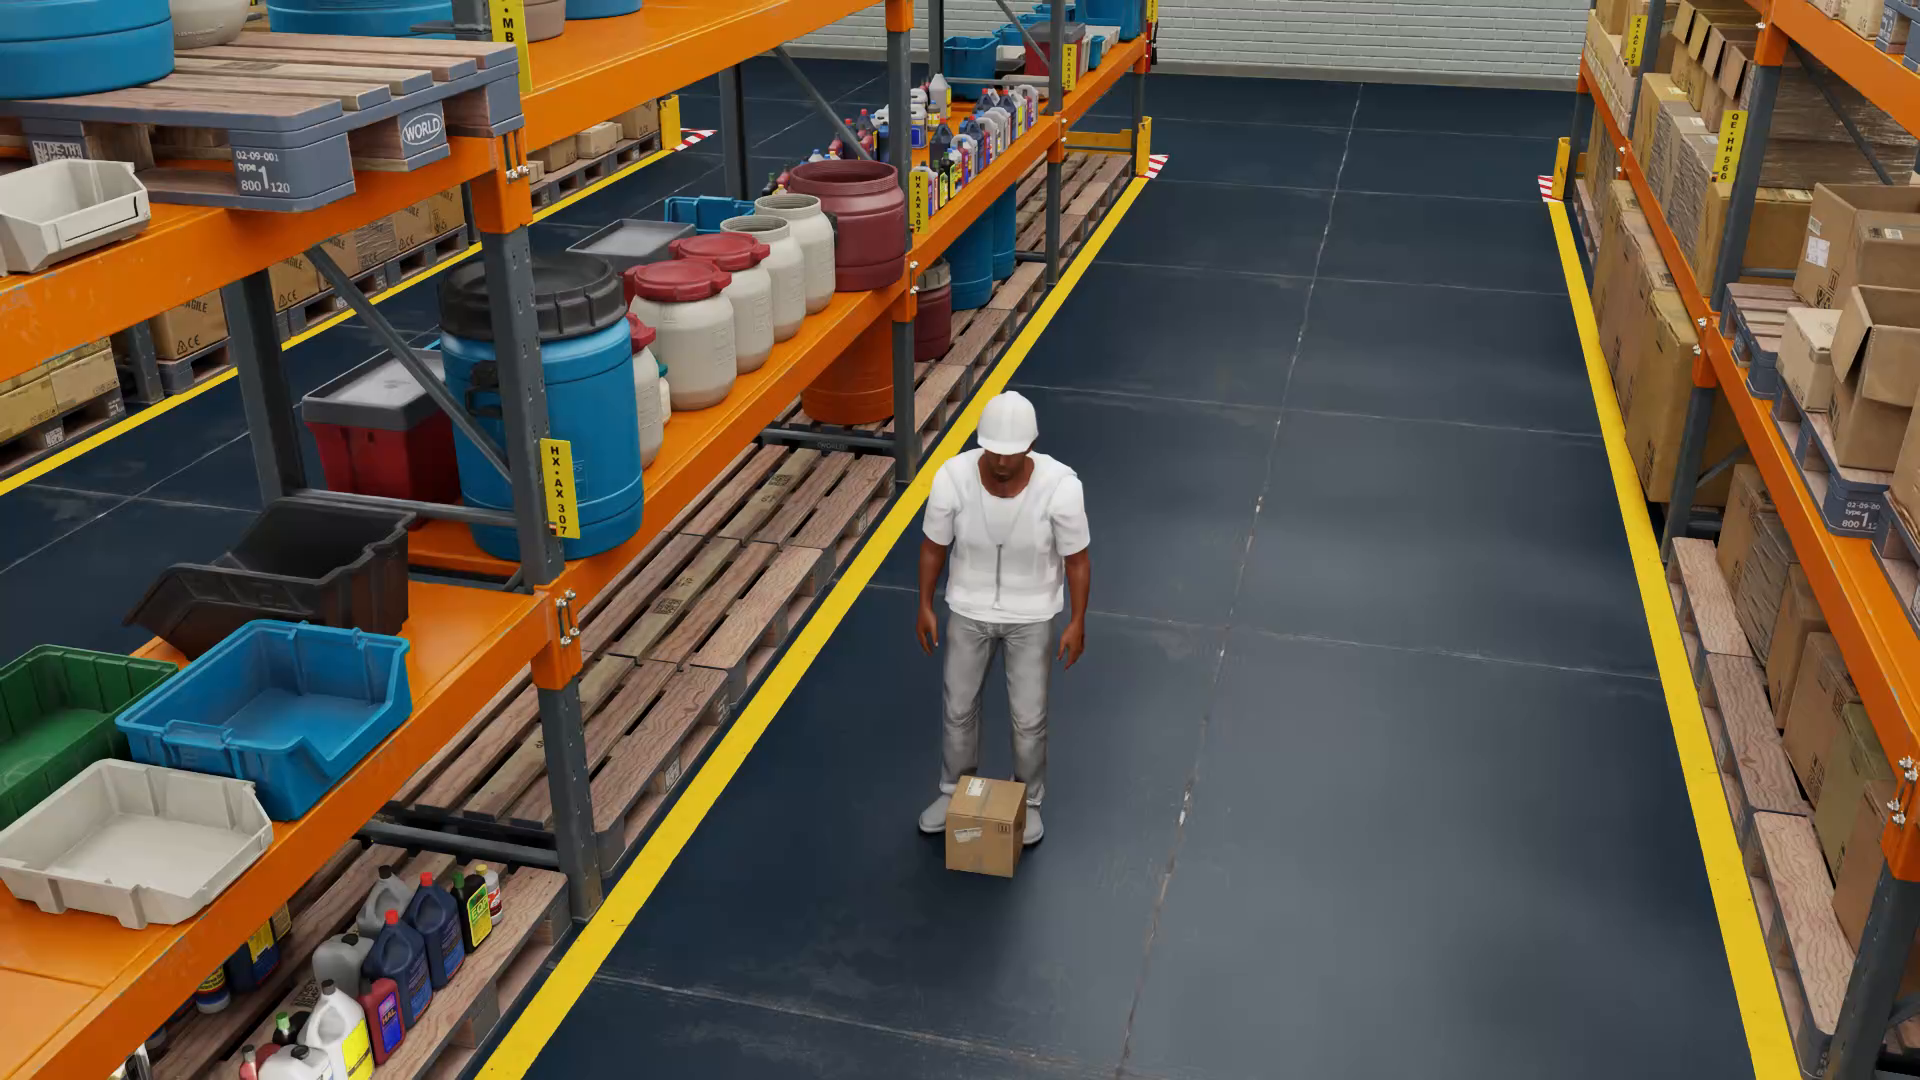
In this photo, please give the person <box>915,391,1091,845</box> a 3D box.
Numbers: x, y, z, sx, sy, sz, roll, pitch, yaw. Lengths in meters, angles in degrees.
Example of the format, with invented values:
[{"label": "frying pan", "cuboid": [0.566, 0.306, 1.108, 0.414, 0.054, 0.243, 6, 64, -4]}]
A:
[{"label": "person", "cuboid": [0.147, 0.276, 6.001, 0.628, 1.759, 0.462, 5, 26, 10]}]
